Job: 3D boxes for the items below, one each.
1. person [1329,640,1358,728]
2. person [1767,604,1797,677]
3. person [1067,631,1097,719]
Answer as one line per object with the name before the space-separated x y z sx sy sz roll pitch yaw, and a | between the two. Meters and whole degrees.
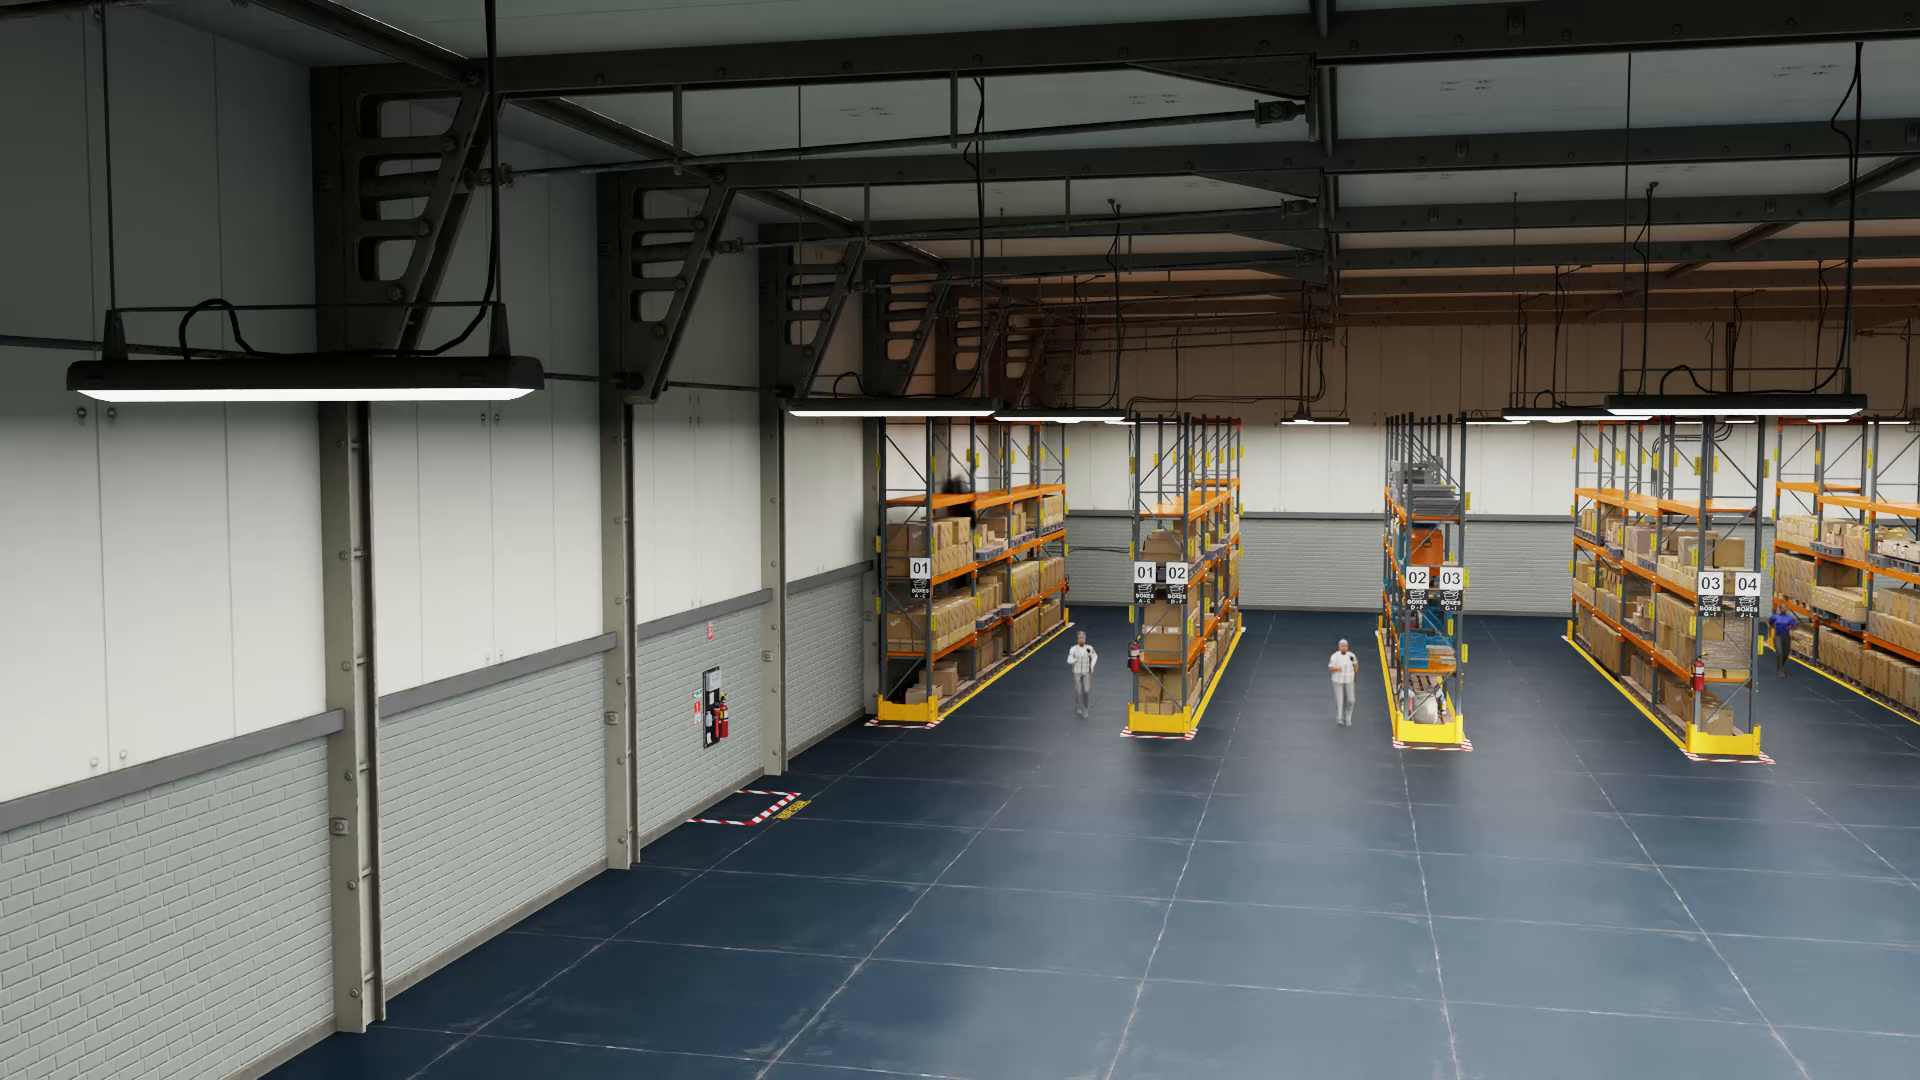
person | 7.346 2.753 31.809 0.586 1.695 0.661 0 4 5
person | 18.946 2.284 38.321 0.576 1.647 0.938 1 4 13
person | 2.412 2.660 32.825 0.592 1.734 0.684 0 4 4
